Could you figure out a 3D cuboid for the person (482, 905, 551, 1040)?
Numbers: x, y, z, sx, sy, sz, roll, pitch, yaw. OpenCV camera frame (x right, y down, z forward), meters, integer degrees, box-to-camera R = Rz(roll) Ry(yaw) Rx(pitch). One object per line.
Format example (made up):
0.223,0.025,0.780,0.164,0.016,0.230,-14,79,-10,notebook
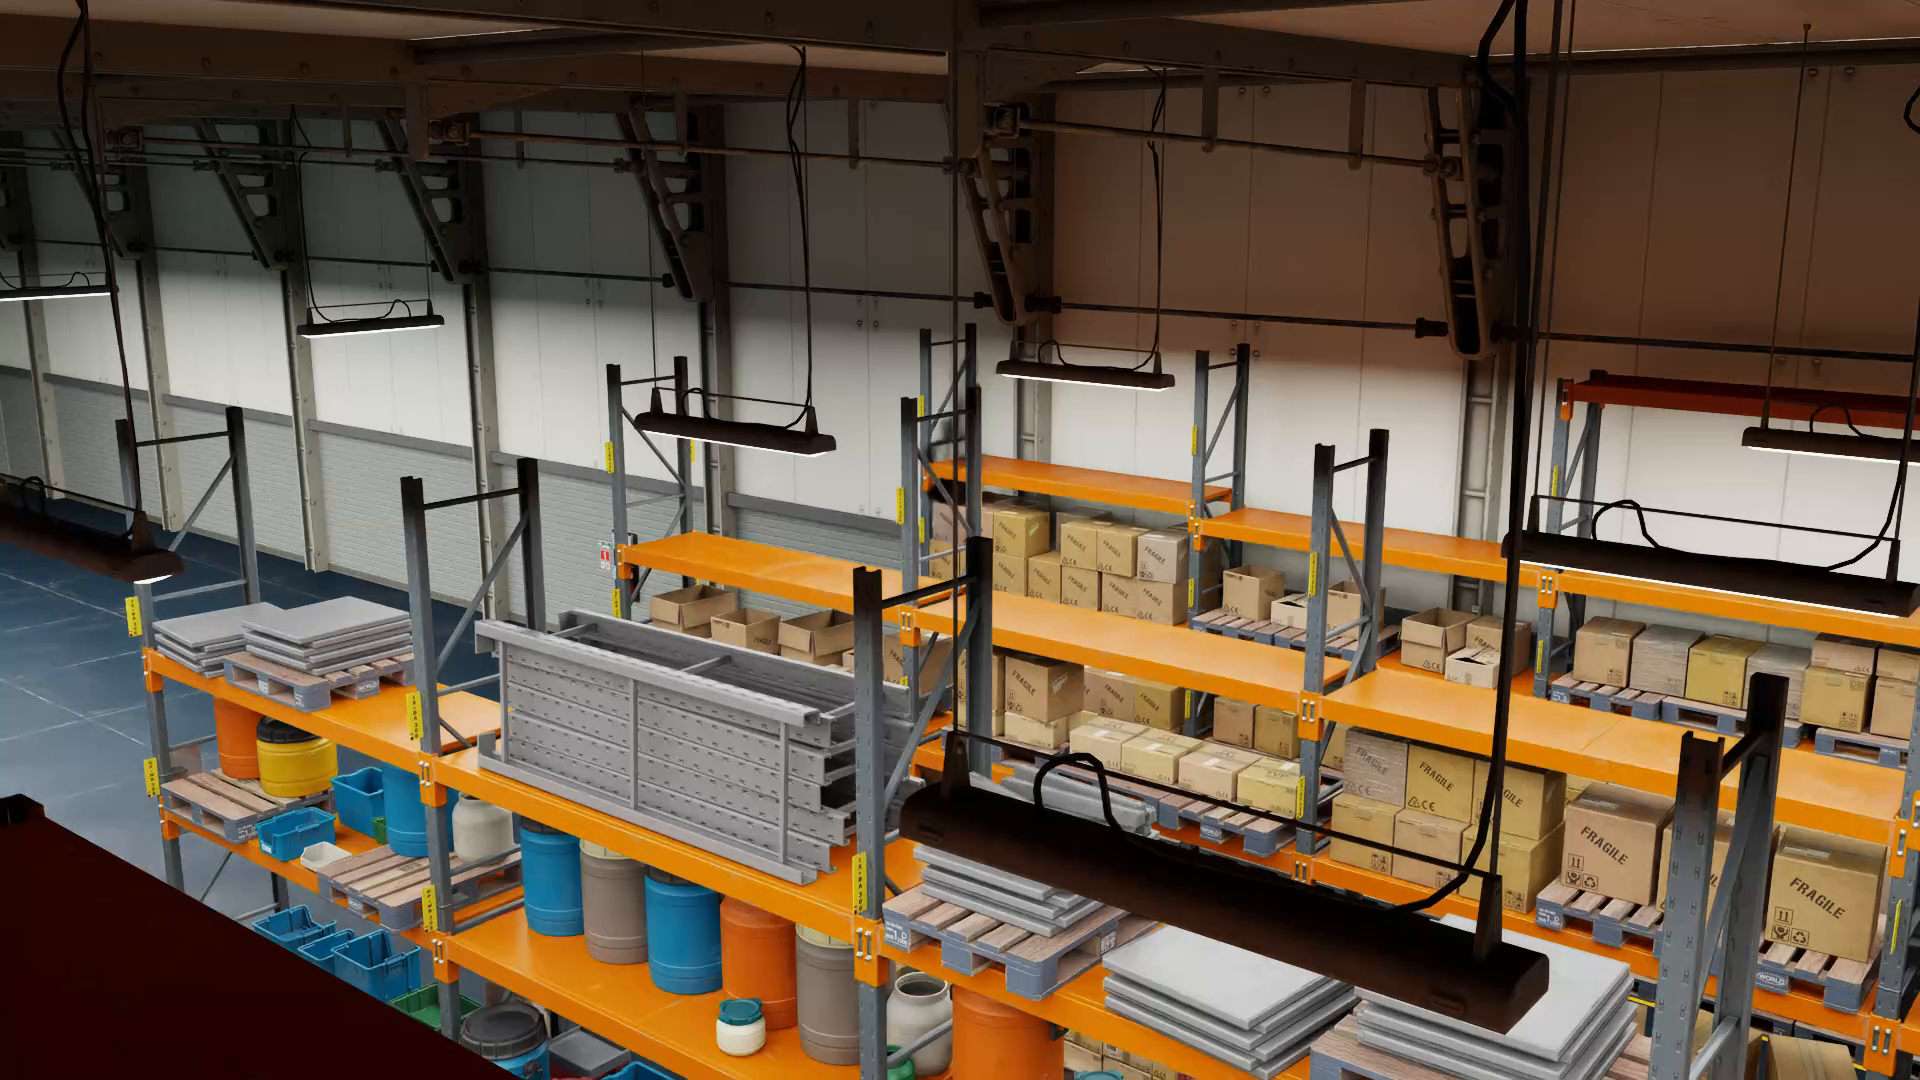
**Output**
-4.060,3.904,15.071,0.671,1.755,0.981,-12,17,-43,person
